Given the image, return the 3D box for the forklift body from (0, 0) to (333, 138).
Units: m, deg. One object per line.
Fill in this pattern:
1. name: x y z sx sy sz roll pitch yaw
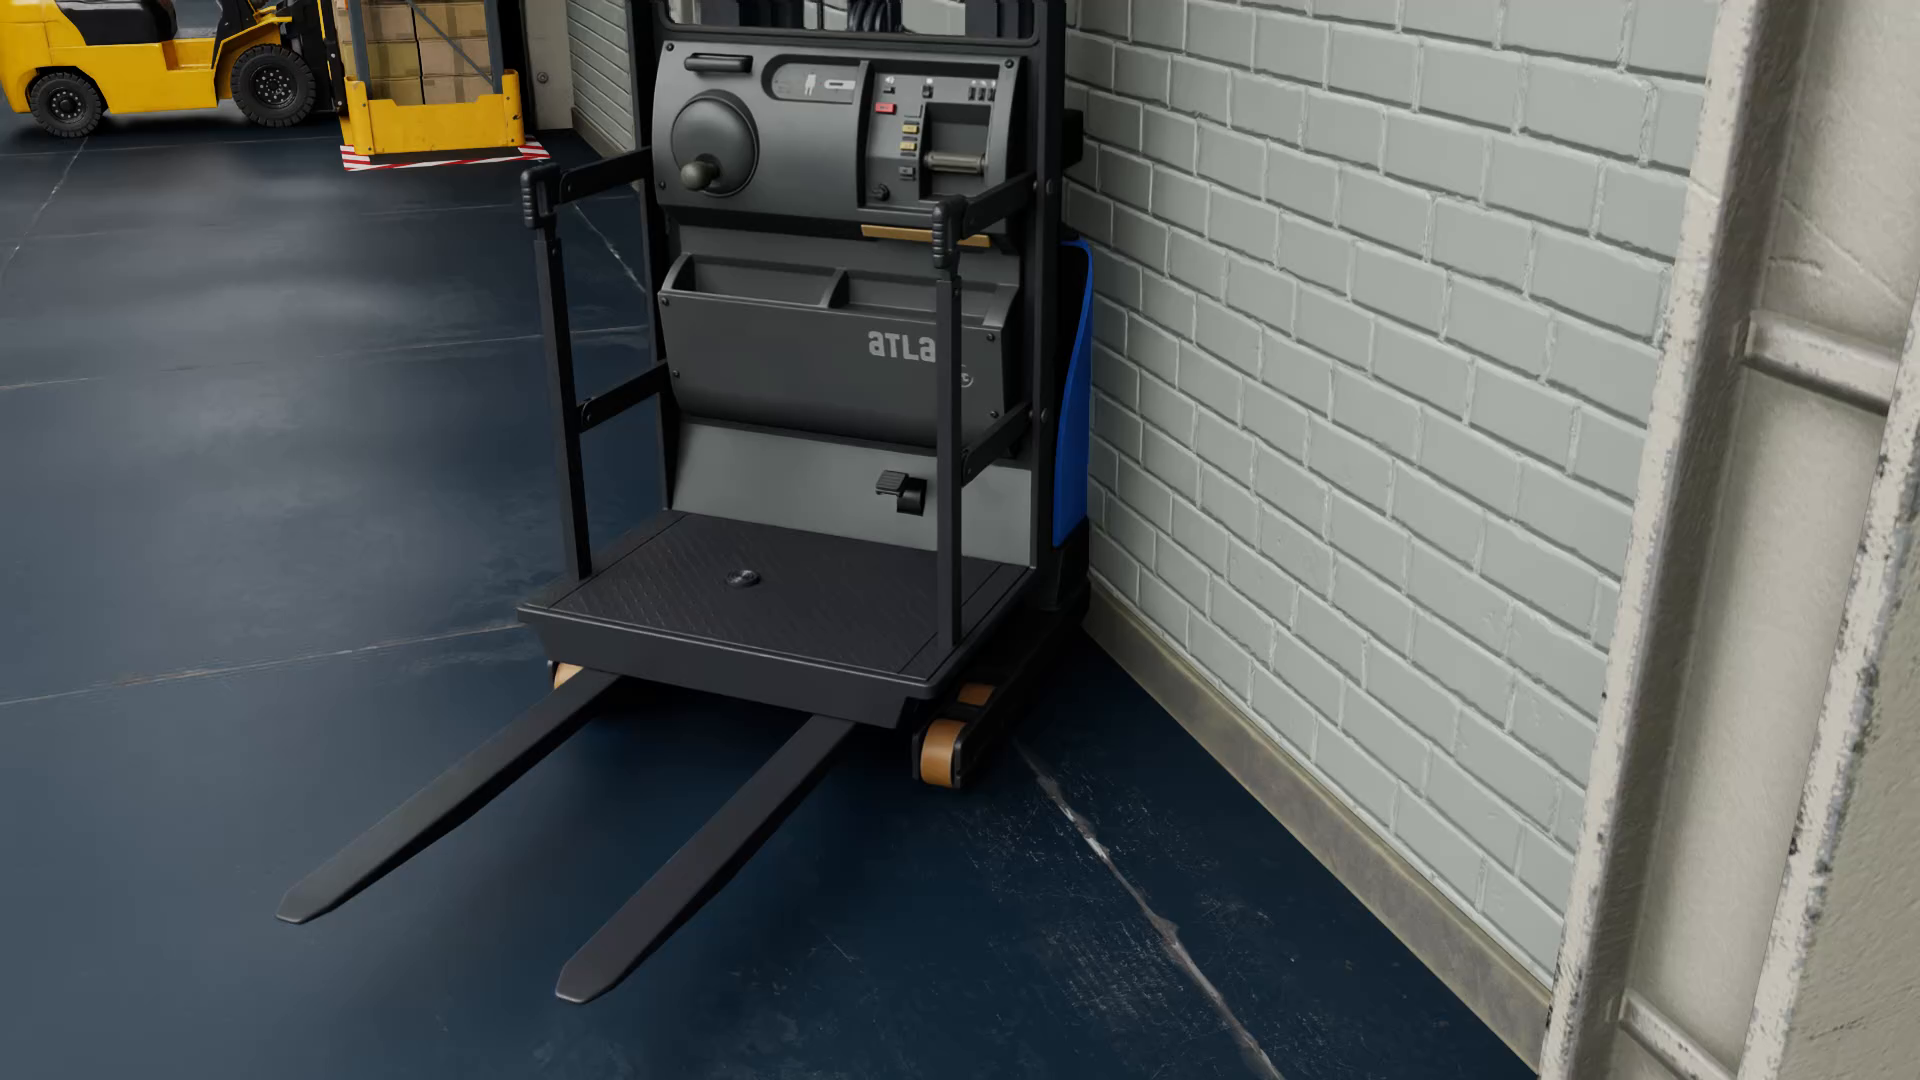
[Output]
1. forklift body: -6.123 -4.269 12.609 2.313 2.155 1.214 -8 24 -19

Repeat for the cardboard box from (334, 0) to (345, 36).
1. cardboard box: -4.386 -3.918 12.395 0.500 0.250 0.500 -8 24 -18

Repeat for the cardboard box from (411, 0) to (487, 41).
1. cardboard box: -3.739 -3.809 12.138 0.500 0.250 0.500 -9 24 -20

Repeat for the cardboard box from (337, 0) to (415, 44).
1. cardboard box: -4.201 -3.733 11.957 0.500 0.250 0.500 -8 24 -17

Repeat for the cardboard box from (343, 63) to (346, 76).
1. cardboard box: -4.747 -3.826 13.464 0.500 0.250 0.500 -8 24 -17

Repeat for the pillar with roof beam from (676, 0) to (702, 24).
1. pillar with roof beam: -5.057 -4.592 4.558 9.100 9.000 0.400 -8 24 -19

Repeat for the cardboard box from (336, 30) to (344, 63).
1. cardboard box: -4.580 -3.881 12.951 0.500 0.250 0.500 -9 24 -20

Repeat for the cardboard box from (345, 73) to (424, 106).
1. cardboard box: -4.208 -3.275 12.158 0.500 0.250 0.500 -8 24 -19

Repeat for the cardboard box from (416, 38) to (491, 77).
1. cardboard box: -3.718 -3.577 12.232 0.500 0.250 0.500 -8 24 -18

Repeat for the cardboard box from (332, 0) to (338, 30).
1. cardboard box: -4.574 -4.100 12.827 0.500 0.250 0.500 -8 24 -18

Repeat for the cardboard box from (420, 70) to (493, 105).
1. cardboard box: -3.737 -3.353 12.343 0.500 0.250 0.500 -8 24 -19

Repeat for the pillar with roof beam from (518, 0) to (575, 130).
1. pillar with roof beam: -7.176 -6.772 9.730 9.100 9.000 0.400 -8 24 -19

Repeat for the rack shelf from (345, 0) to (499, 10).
1. rack shelf: -4.453 -4.616 13.267 1.077 0.370 4.000 -8 24 -19

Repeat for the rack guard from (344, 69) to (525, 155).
1. rack guard: -3.738 -3.061 11.868 1.175 0.500 0.348 -8 24 -19

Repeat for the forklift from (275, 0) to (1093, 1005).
1. forklift: -0.384 -0.955 3.741 1.130 2.935 3.031 9 24 20

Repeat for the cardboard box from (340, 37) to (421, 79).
1. cardboard box: -4.211 -3.512 12.077 0.500 0.250 0.500 -9 24 -20

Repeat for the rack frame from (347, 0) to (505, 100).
1. rack frame: -3.746 -4.221 11.403 1.000 3.000 0.127 -8 24 -19
